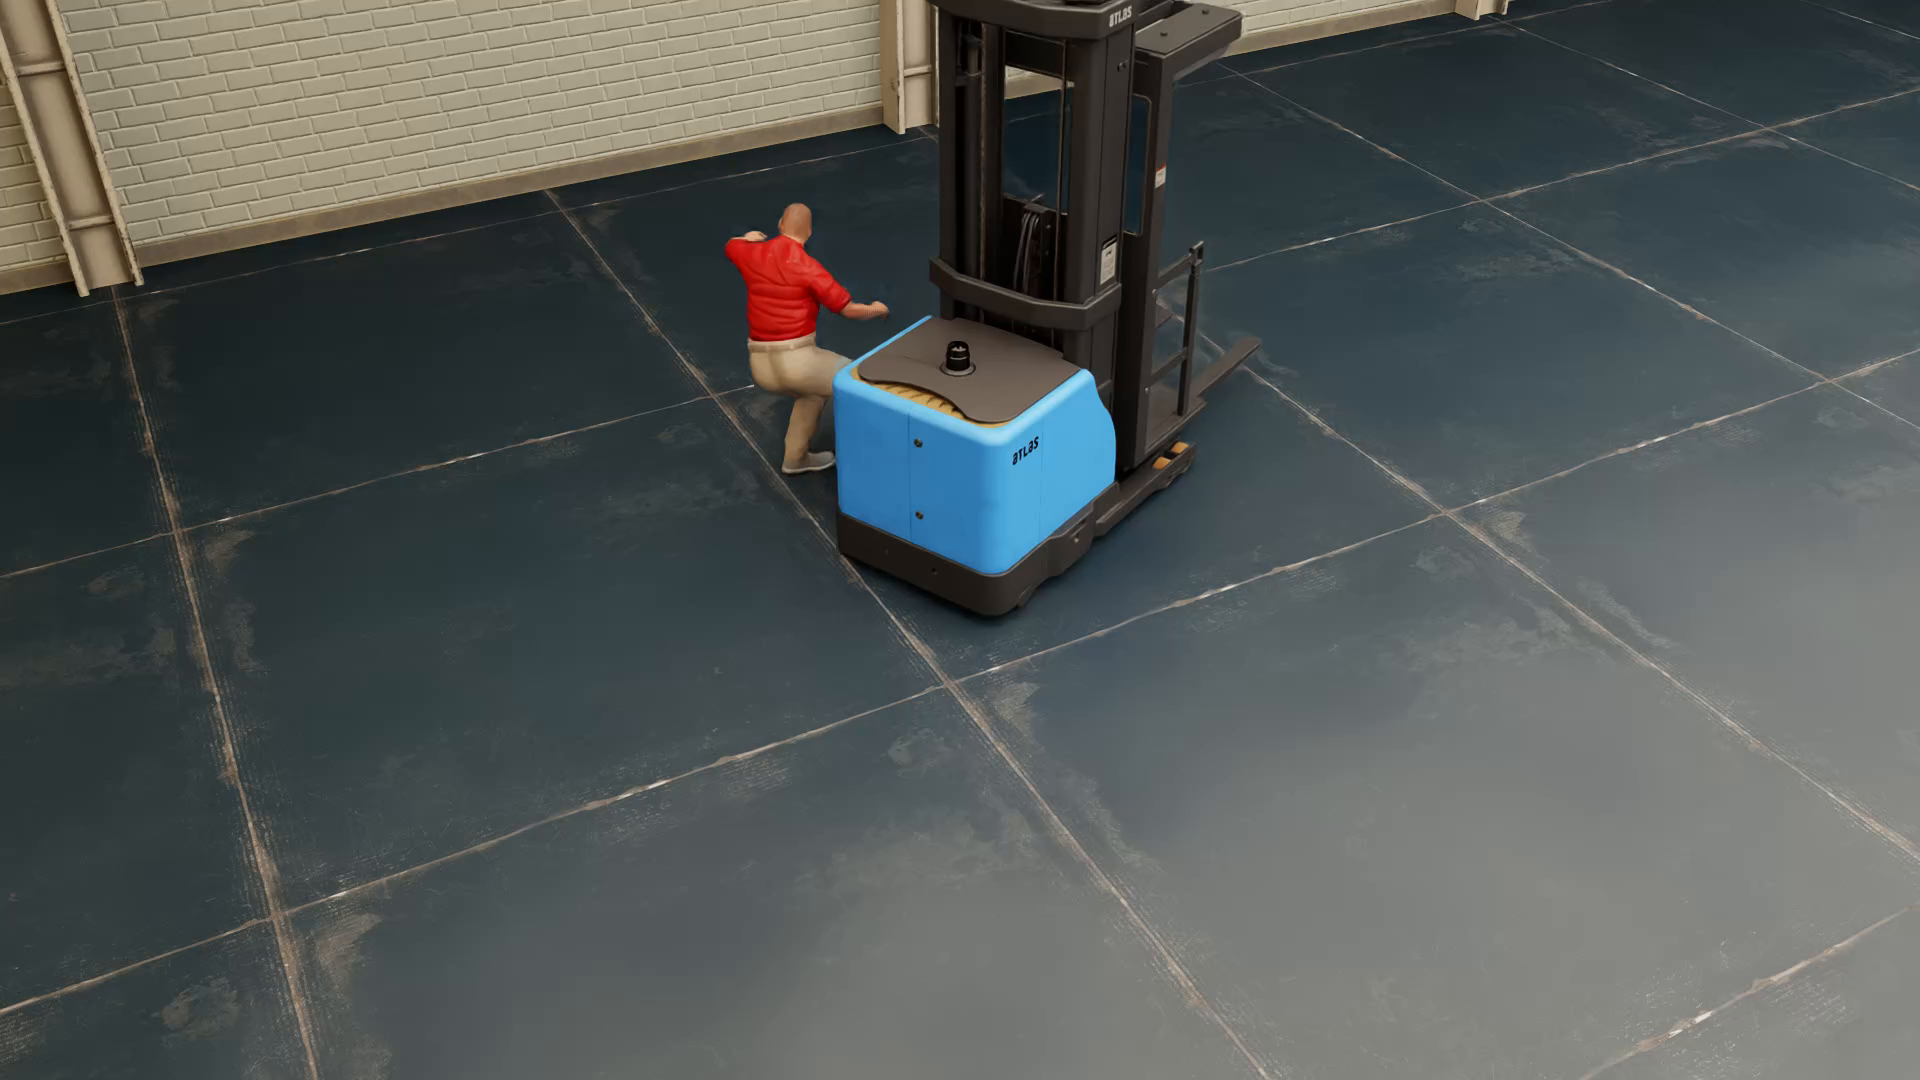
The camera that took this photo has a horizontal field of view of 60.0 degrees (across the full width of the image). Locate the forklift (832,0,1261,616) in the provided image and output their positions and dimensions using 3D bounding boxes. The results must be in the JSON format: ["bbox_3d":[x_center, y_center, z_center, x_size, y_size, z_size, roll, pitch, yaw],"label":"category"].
[{"bbox_3d":[0.648,-1.631,8.430,1.130,2.935,3.031,23,41,29],"label":"forklift"}]

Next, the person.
[{"bbox_3d":[-0.712,-1.083,8.932,1.441,1.478,0.852,17,39,22],"label":"person"}]
